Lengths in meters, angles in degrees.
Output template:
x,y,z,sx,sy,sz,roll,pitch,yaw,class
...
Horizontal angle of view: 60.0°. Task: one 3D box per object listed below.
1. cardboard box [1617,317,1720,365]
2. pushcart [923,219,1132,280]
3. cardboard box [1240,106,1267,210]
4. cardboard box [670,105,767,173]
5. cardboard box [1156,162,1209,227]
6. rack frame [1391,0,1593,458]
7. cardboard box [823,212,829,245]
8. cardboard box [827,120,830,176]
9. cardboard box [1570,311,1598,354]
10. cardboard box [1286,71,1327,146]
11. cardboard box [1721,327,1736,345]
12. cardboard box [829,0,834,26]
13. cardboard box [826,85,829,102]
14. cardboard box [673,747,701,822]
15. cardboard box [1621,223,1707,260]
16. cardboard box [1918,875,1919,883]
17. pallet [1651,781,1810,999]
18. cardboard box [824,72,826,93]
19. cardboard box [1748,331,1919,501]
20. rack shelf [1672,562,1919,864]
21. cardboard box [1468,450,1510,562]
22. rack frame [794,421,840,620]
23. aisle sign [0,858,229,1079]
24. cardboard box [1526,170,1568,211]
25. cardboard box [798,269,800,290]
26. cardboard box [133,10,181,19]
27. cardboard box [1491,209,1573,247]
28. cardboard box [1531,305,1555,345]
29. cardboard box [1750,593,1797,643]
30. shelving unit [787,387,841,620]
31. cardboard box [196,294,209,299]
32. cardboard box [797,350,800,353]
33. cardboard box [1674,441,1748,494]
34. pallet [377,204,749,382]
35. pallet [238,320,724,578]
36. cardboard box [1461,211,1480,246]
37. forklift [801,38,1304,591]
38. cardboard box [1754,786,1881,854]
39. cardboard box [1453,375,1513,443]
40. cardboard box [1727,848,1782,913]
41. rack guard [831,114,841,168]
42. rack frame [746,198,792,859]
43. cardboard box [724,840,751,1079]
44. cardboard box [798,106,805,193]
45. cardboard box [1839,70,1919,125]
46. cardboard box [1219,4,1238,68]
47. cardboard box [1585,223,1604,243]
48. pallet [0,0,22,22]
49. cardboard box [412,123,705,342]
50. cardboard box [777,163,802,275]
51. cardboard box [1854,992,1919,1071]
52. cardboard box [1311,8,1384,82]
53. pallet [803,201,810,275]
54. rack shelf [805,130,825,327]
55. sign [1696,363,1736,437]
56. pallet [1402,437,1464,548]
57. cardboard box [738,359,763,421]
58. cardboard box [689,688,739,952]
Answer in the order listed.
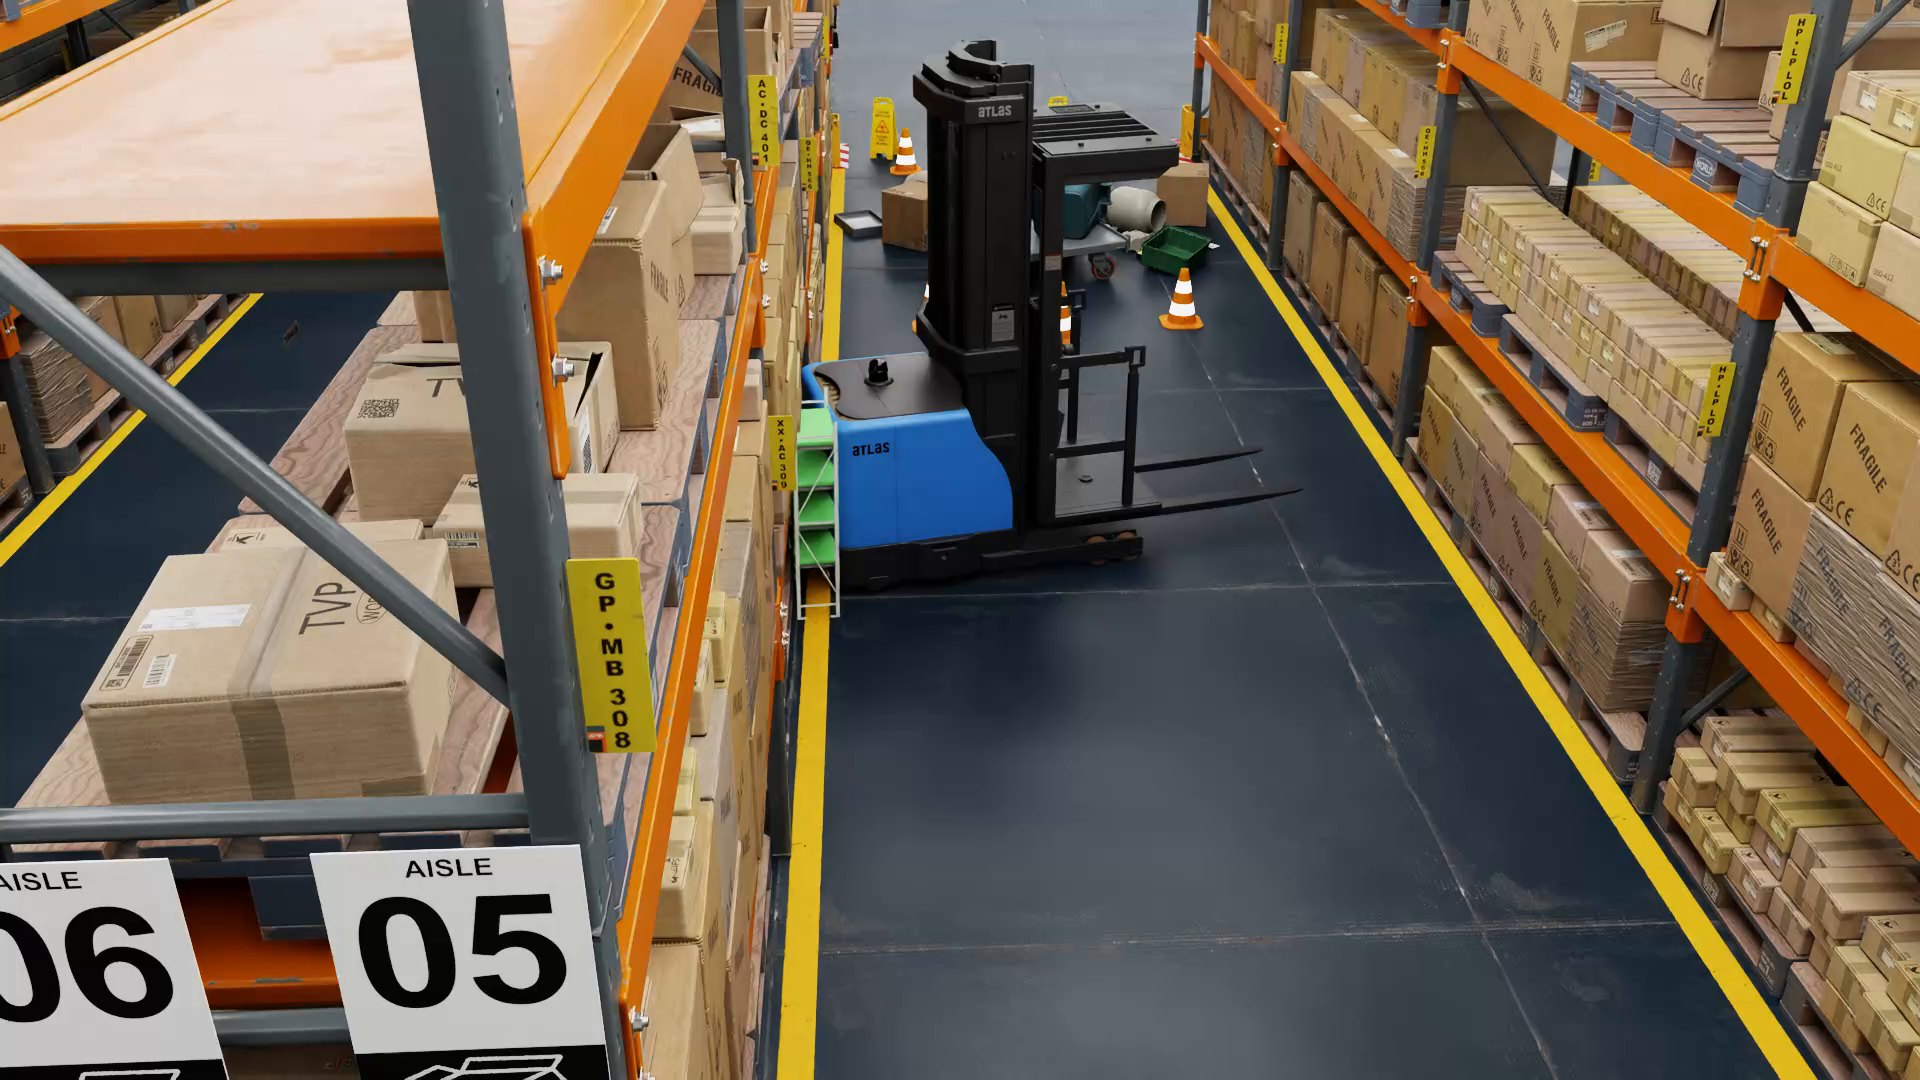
x,y,z,sx,sy,sz,roll,pitch,yaw,class
3.417,-0.963,8.026,0.380,0.149,0.250,-1,28,-3,cardboard box
0.592,-2.523,14.678,1.648,0.377,0.936,-11,30,-20,pushcart
3.242,-3.726,15.993,0.875,0.875,0.875,-1,28,-2,cardboard box
-0.942,-1.609,6.538,0.396,0.266,0.258,-2,28,-3,cardboard box
2.150,-3.358,16.145,0.500,0.500,0.500,3,28,6,cardboard box
3.464,-1.926,10.699,1.000,3.000,0.127,-1,28,-3,rack frame
-1.444,-2.853,14.996,0.500,0.250,0.500,-3,28,-5,cardboard box
-1.509,-3.672,15.755,0.500,0.500,0.500,0,28,0,cardboard box
3.383,-1.073,8.560,0.380,0.149,0.250,-1,28,-2,cardboard box
3.014,-3.568,13.740,0.500,0.500,0.500,-1,28,-2,cardboard box
4.052,-0.962,8.346,0.380,0.149,0.250,0,28,-1,cardboard box
-1.493,-4.904,14.898,0.700,0.500,0.500,-2,28,-4,cardboard box
-1.493,-4.394,16.437,0.380,0.149,0.250,-1,28,-2,cardboard box
-0.814,0.626,3.916,0.380,0.149,0.250,-2,28,-4,cardboard box
3.990,-1.689,9.419,0.380,0.149,0.250,-1,28,-1,cardboard box
3.960,1.247,6.601,0.380,0.149,0.250,-1,28,-1,cardboard box
3.744,1.467,7.209,1.003,0.211,1.213,-1,28,-3,pallet
-1.436,-4.240,15.407,0.380,0.149,0.250,-1,28,-2,cardboard box
3.453,-0.484,6.423,0.500,0.500,0.500,-1,28,-1,cardboard box
3.778,1.164,5.553,1.077,0.370,4.000,-1,28,-3,rack shelf
3.308,-0.202,9.643,0.500,0.500,0.500,-2,28,-4,cardboard box
-0.787,-0.091,9.125,0.240,1.200,0.015,-4,28,-9,rack frame
-1.362,0.823,2.618,0.394,0.787,0.004,-1,28,-3,aisle sign
3.710,-2.184,11.086,0.500,0.500,0.500,-1,28,-2,cardboard box
-1.164,-1.461,9.429,0.500,0.250,0.500,-2,28,-4,cardboard box
-7.026,-4.563,14.623,0.380,0.149,0.250,-2,28,-3,cardboard box
3.320,-1.809,9.649,0.380,0.149,0.250,-2,28,-3,cardboard box
3.357,-1.177,9.081,0.380,0.149,0.250,-1,28,-2,cardboard box
3.449,0.289,6.724,0.380,0.149,0.250,-1,28,-1,cardboard box
-0.829,-0.203,9.338,0.258,1.200,0.503,-4,28,-9,shelving unit
-6.601,-2.378,13.680,0.875,0.625,0.625,0,28,0,cardboard box
-1.135,-0.998,9.081,0.500,0.250,0.500,-2,28,-3,cardboard box
3.455,-0.332,7.461,0.380,0.149,0.250,-2,28,-4,cardboard box
-1.233,-0.825,5.441,1.003,0.211,1.213,-1,28,-3,pallet
-1.172,-0.263,4.363,1.003,0.211,1.213,-1,28,-3,pallet
3.289,-1.905,10.154,0.380,0.149,0.250,0,28,0,cardboard box
0.602,-1.379,9.724,3.031,2.935,1.130,-8,28,-14,forklift
3.502,1.144,6.799,0.380,0.149,0.250,-2,28,-3,cardboard box
3.285,-0.778,9.936,0.500,0.250,0.500,-2,28,-3,cardboard box
3.450,1.411,6.929,0.380,0.149,0.250,-2,28,-3,cardboard box
-1.887,-4.311,17.975,1.175,0.500,0.348,-1,28,-3,rack guard
-1.265,0.087,6.839,1.000,3.000,0.127,-1,28,-3,rack frame
-0.857,1.193,4.610,0.500,0.500,0.500,-2,28,-3,cardboard box
-1.300,-2.576,11.062,0.500,0.500,0.500,0,28,0,cardboard box
3.446,-1.600,6.022,0.380,0.149,0.250,-2,28,-4,cardboard box
3.065,-5.002,16.434,0.875,0.550,0.550,-1,28,-3,cardboard box
3.960,-1.792,9.939,0.380,0.149,0.250,0,28,-1,cardboard box
-6.555,-3.196,10.094,1.213,0.211,1.003,0,28,0,pallet
-1.162,-0.897,4.808,0.797,0.503,0.637,1,28,1,cardboard box
-1.151,-1.778,9.227,0.500,0.500,0.500,-1,28,-2,cardboard box
3.464,1.753,5.951,0.380,0.149,0.250,-1,28,-2,cardboard box
3.287,-4.032,13.547,0.700,0.500,0.500,-2,28,-4,cardboard box
-1.617,-2.001,11.051,1.213,0.211,1.003,-1,28,-3,pallet
-1.578,-2.364,12.318,1.077,0.370,4.000,-1,28,-3,rack shelf
3.119,-0.577,6.861,0.100,0.325,0.005,-1,28,-3,sign
3.504,-0.329,10.652,1.003,0.211,1.213,-1,28,-3,pallet
-0.931,-0.553,6.176,0.380,0.149,0.250,-2,28,-4,cardboard box
-0.865,0.742,4.393,0.500,0.500,0.500,-2,28,-3,cardboard box
